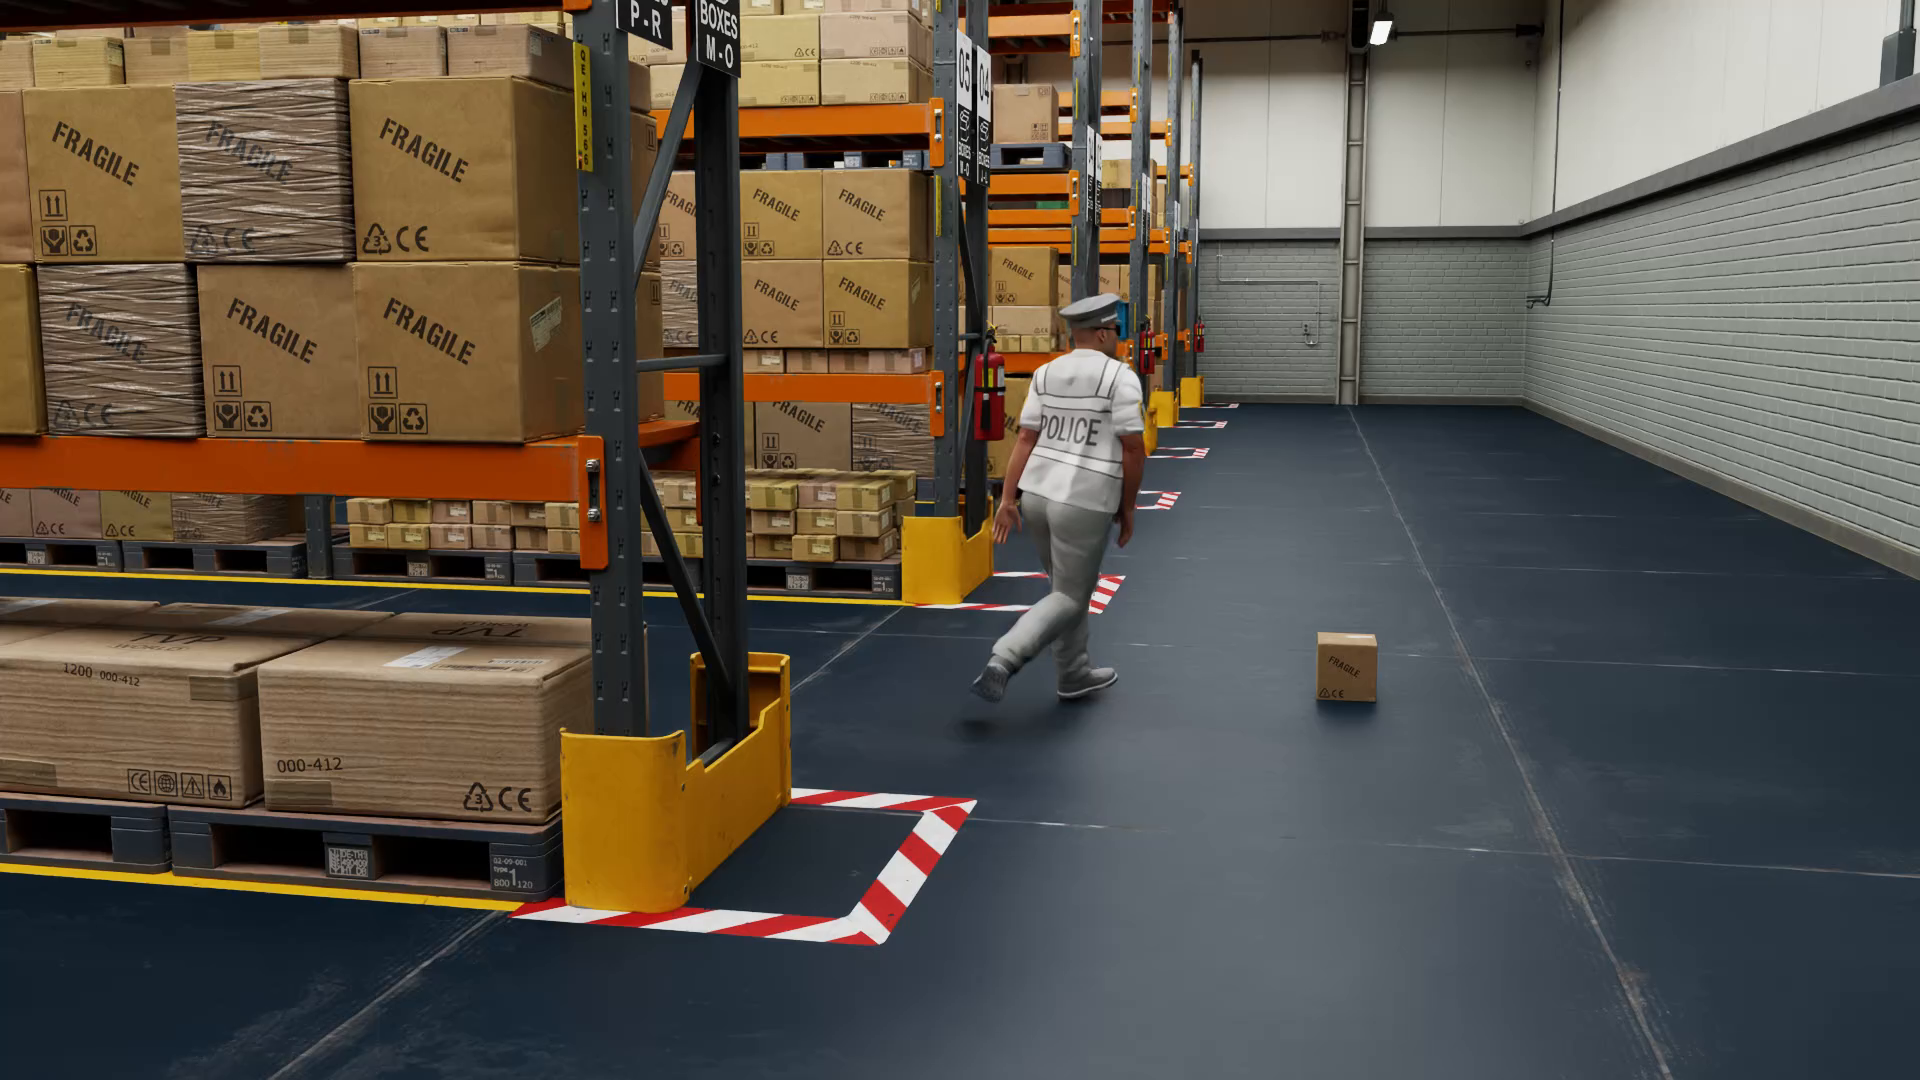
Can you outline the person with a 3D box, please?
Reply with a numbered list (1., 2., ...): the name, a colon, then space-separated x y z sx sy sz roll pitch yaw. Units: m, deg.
1. person: 0.450 -0.148 6.838 0.576 1.724 0.893 7 10 40
